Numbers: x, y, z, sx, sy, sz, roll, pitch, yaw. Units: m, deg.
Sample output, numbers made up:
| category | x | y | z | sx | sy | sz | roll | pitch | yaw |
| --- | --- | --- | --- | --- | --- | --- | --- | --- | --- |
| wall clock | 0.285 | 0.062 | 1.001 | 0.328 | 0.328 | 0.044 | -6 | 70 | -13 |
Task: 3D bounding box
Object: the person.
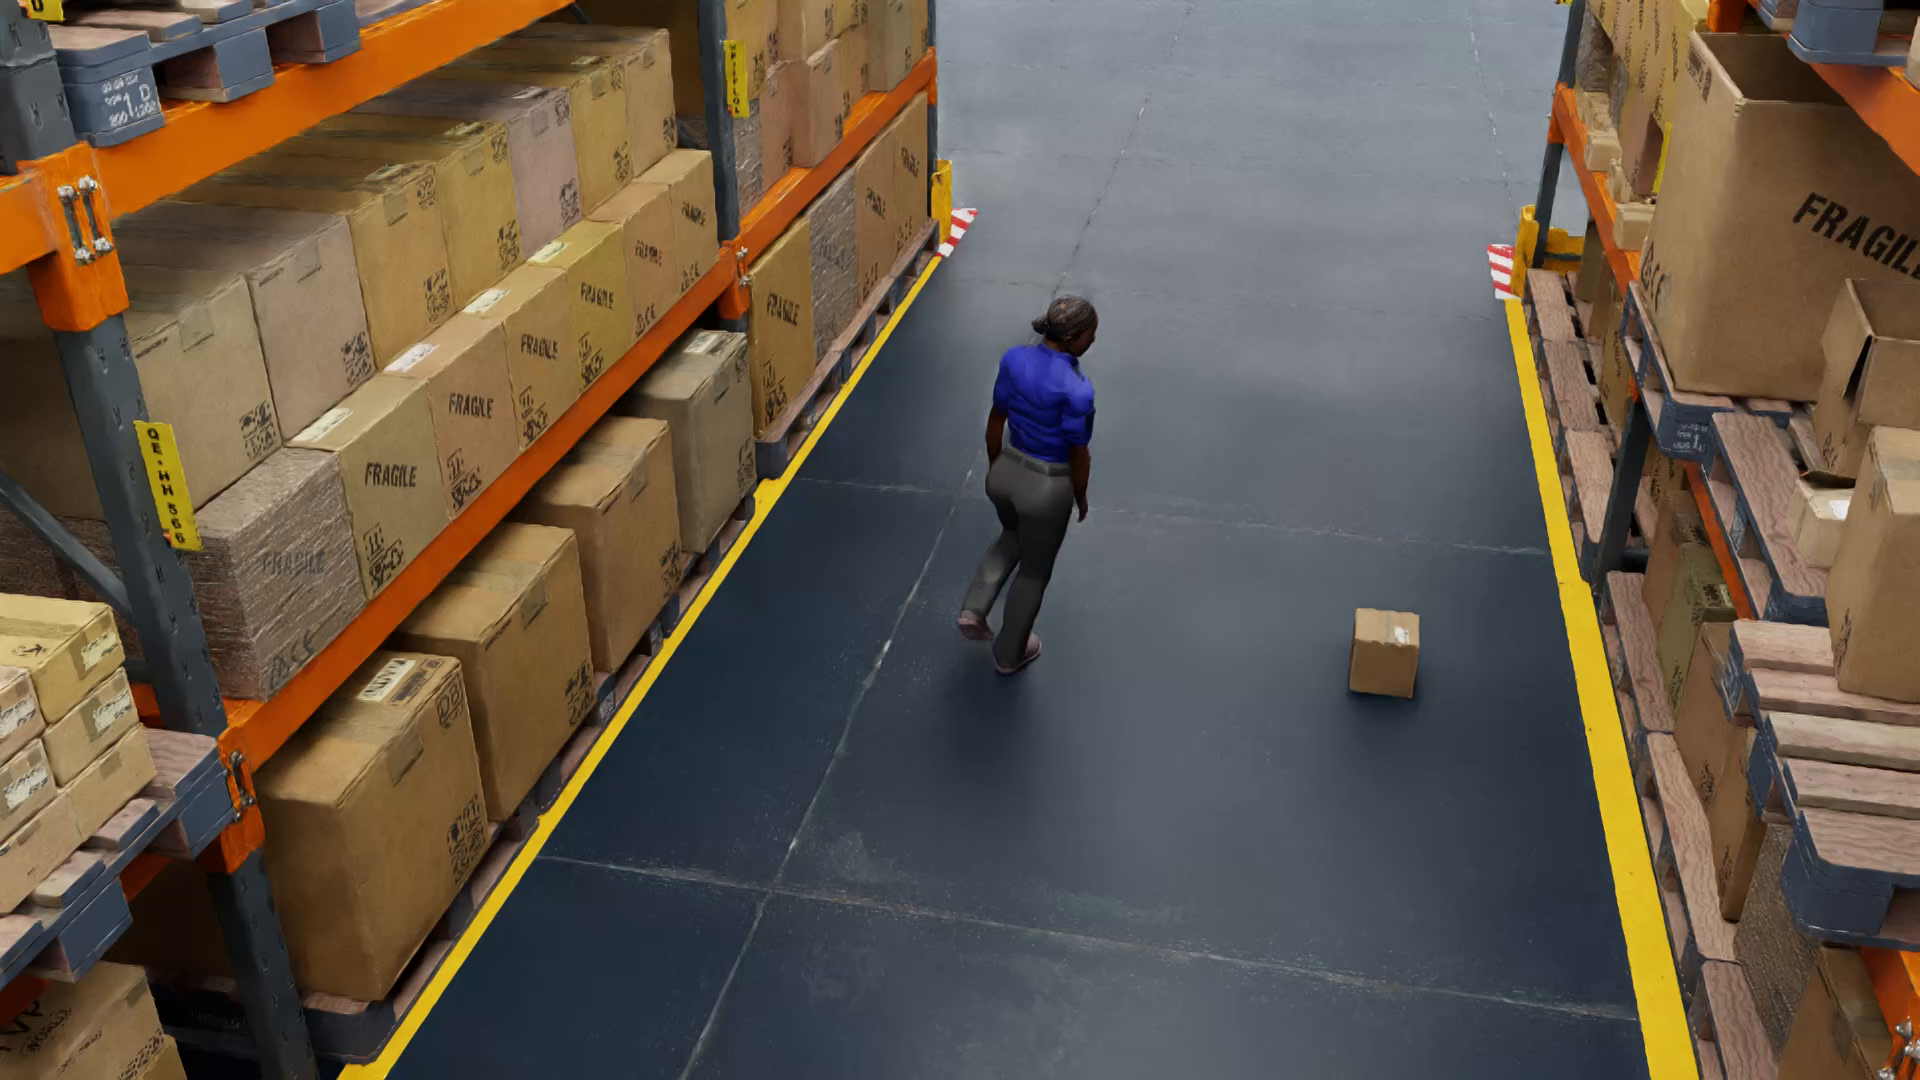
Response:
| category | x | y | z | sx | sy | sz | roll | pitch | yaw |
| --- | --- | --- | --- | --- | --- | --- | --- | --- | --- |
| person | 0.286 | -0.194 | 6.493 | 0.530 | 1.634 | 0.453 | 23 | 37 | 36 |
